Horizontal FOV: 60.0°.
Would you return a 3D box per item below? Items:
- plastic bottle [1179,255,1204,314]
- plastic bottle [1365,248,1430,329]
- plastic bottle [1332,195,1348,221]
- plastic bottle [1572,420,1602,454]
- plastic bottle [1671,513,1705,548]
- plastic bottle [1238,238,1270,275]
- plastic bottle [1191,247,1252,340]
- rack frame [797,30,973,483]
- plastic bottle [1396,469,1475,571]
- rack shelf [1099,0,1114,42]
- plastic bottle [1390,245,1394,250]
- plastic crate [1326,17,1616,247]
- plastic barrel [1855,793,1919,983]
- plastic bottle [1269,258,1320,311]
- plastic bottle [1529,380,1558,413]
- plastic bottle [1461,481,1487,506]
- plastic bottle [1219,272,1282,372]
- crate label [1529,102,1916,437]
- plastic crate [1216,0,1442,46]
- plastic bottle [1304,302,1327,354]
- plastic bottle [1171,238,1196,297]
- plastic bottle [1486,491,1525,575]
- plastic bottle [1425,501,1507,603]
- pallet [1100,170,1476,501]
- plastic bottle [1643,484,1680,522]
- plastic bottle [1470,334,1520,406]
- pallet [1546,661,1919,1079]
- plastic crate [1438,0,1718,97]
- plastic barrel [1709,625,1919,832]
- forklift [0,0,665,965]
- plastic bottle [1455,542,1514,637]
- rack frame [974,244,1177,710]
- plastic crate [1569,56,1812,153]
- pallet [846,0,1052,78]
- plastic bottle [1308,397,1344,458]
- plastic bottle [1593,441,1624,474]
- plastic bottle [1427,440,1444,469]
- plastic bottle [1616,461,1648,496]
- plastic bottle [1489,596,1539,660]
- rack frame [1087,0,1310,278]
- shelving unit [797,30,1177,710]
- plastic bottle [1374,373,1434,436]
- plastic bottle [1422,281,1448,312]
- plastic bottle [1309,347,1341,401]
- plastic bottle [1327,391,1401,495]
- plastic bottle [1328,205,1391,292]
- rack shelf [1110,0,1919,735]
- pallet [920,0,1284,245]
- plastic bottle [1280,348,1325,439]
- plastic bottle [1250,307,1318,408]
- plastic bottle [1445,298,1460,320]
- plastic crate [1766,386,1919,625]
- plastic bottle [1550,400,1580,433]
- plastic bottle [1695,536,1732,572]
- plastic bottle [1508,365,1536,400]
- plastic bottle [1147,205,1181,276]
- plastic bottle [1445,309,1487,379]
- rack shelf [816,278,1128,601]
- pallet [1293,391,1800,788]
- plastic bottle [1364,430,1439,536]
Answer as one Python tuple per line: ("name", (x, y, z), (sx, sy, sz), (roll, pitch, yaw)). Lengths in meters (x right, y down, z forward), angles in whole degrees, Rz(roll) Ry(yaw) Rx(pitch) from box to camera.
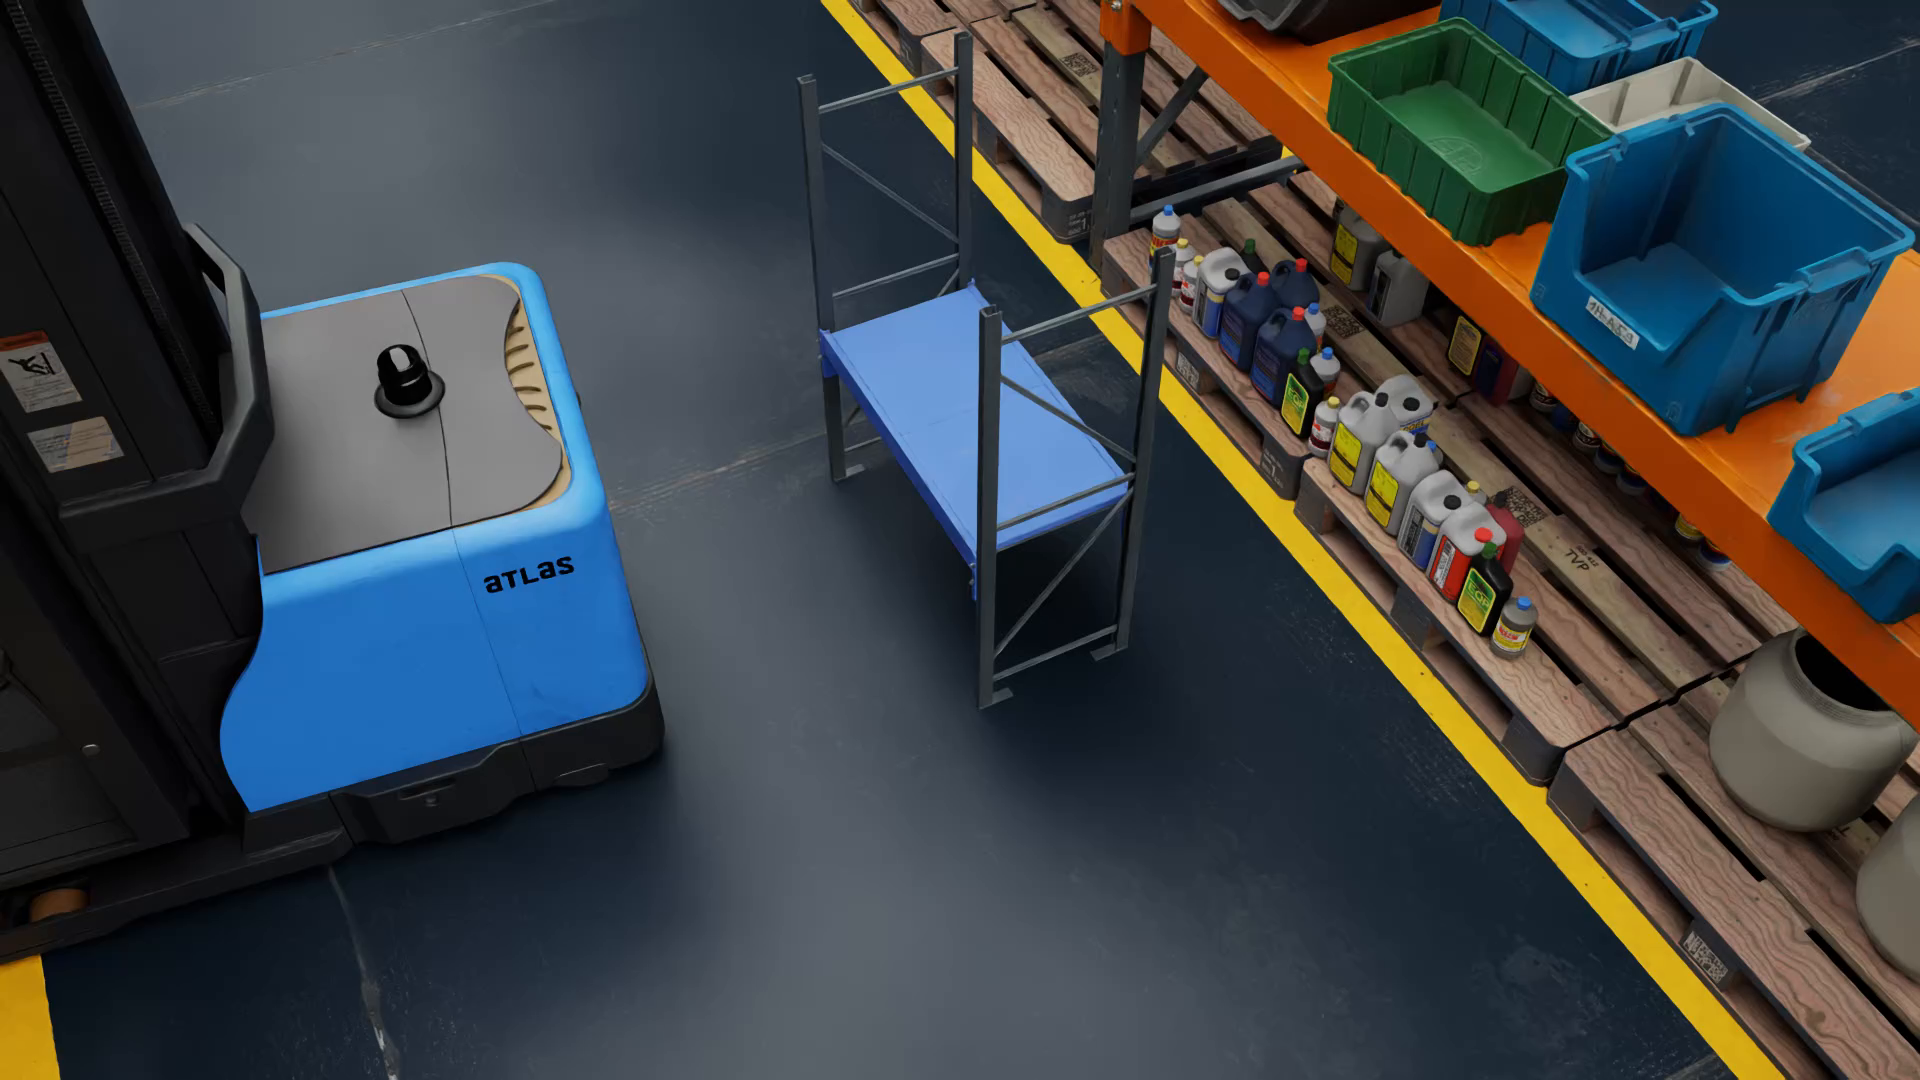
("plastic bottle", (0.792, -0.865, 5.581), (0.097, 0.201, 0.097), (0, 49, 0))
("plastic bottle", (1.462, -0.862, 5.528), (0.152, 0.276, 0.135), (-21, 52, -18))
("plastic bottle", (1.386, -1.230, 5.900), (0.097, 0.201, 0.097), (0, 49, 0))
("plastic bottle", (1.973, -0.372, 5.149), (0.097, 0.201, 0.097), (0, 49, 0))
("plastic bottle", (2.174, -0.078, 4.892), (0.097, 0.201, 0.097), (0, 49, 0))
("plastic bottle", (0.966, -0.858, 5.520), (0.061, 0.283, 0.133), (-21, 52, -18))
("plastic bottle", (0.871, -0.819, 5.490), (0.152, 0.276, 0.135), (-19, 52, -16))
("rack frame", (-0.194, -0.777, 4.933), (0.500, 1.500, 0.032), (-21, 52, -18))
("plastic bottle", (1.389, -0.062, 4.829), (0.152, 0.276, 0.135), (-23, 53, -19))
("rack shelf", (0.028, -3.243, 6.572), (1.077, 0.370, 4.000), (-21, 52, -18))
("plastic bottle", (1.494, -1.083, 5.672), (0.144, 0.351, 0.185), (-22, 53, -18))
("plastic crate", (1.313, -1.066, 4.331), (0.450, 0.188, 0.662), (-21, 52, -18))
("plastic barrel", (2.404, 0.802, 3.930), (0.421, 0.512, 0.421), (0, 49, 0))
("plastic bottle", (1.072, -0.781, 5.408), (0.144, 0.351, 0.185), (-21, 52, -18))
("plastic bottle", (1.879, -0.509, 5.269), (0.097, 0.201, 0.097), (0, 49, 0))
("plastic bottle", (1.491, -0.093, 4.905), (0.097, 0.201, 0.097), (0, 49, 0))
("plastic bottle", (0.943, -0.731, 5.364), (0.144, 0.351, 0.185), (-20, 52, -17))
("crate label", (1.691, -0.615, 3.772), (0.502, 0.435, 0.616), (-21, 52, -18))
("plastic crate", (1.070, -1.727, 4.809), (0.767, 0.338, 0.504), (-21, 52, -18))
("plastic bottle", (1.117, -0.650, 5.346), (0.097, 0.271, 0.097), (0, 49, 0))
("plastic bottle", (0.746, -0.933, 5.640), (0.097, 0.201, 0.097), (0, 49, 0))
("plastic bottle", (1.547, -0.009, 4.777), (0.061, 0.283, 0.133), (-21, 52, -18))
("plastic bottle", (1.452, 0.031, 4.747), (0.152, 0.276, 0.135), (-21, 52, -17))
("pallet", (1.213, -0.760, 5.774), (1.003, 0.211, 1.213), (-21, 52, -18))
("plastic bottle", (2.134, -0.194, 4.939), (0.061, 0.283, 0.133), (-20, 52, -17))
("plastic bottle", (1.706, -0.569, 5.267), (0.061, 0.283, 0.133), (-21, 52, -18))
("pallet", (2.330, 0.873, 4.346), (1.003, 0.211, 1.213), (-21, 52, -18))
("plastic crate", (1.691, -1.446, 4.620), (0.499, 0.251, 0.616), (-21, 52, -18))
("plastic barrel", (2.175, 0.467, 4.223), (0.421, 0.512, 0.421), (0, 49, 0))
("forklift", (-2.405, -0.312, 3.575), (3.031, 2.935, 1.130), (-15, 51, -13))
("plastic bottle", (1.474, 0.135, 4.652), (0.061, 0.283, 0.133), (-20, 52, -17))
("rack frame", (0.272, -0.096, 4.338), (0.500, 1.500, 0.032), (-21, 52, -18))
("plastic crate", (1.911, -1.055, 4.356), (0.530, 0.136, 0.437), (-21, 52, -18))
("pallet", (-0.013, -2.554, 7.343), (1.003, 0.211, 1.213), (-21, 52, -18))
("plastic bottle", (1.139, -0.358, 5.137), (0.097, 0.201, 0.097), (0, 49, 0))
("plastic bottle", (2.018, -0.328, 5.065), (0.097, 0.271, 0.097), (0, 49, 0))
("plastic bottle", (1.397, -0.218, 5.014), (0.097, 0.201, 0.097), (0, 49, 0))
("plastic bottle", (2.064, -0.261, 5.006), (0.097, 0.271, 0.097), (0, 49, 0))
("plastic bottle", (1.543, 0.234, 4.620), (0.097, 0.201, 0.097), (0, 49, 0))
("rack frame", (0.943, -2.142, 5.130), (1.000, 3.000, 0.127), (-21, 52, -18))
("shelving unit", (0.039, -0.437, 4.636), (0.538, 1.500, 1.048), (-21, 52, -18))
("plastic bottle", (1.345, -0.364, 5.093), (0.152, 0.276, 0.135), (-21, 52, -18))
("plastic bottle", (1.582, -0.954, 5.559), (0.144, 0.351, 0.185), (-24, 53, -19))
("plastic bottle", (1.130, -0.493, 5.209), (0.097, 0.271, 0.097), (0, 49, 0))
("plastic bottle", (1.224, -0.321, 5.005), (0.144, 0.351, 0.185), (-22, 52, -18))
("plastic bottle", (1.366, -1.033, 5.628), (0.144, 0.351, 0.185), (-21, 52, -18))
("rack shelf", (1.858, -0.566, 4.230), (1.077, 0.370, 4.000), (-21, 52, -18))
("pallet", (0.549, -1.736, 6.628), (1.003, 0.211, 1.213), (-21, 52, -18))
("plastic bottle", (1.068, -0.458, 5.170), (0.061, 0.283, 0.133), (-19, 52, -16))
("plastic bottle", (1.030, -0.605, 5.254), (0.144, 0.351, 0.185), (-23, 53, -19))
("plastic bottle", (1.693, -0.837, 5.502), (0.061, 0.283, 0.133), (-18, 51, -15))
("plastic crate", (1.986, -0.084, 3.430), (0.499, 0.251, 0.408), (-21, 52, -18))
("plastic bottle", (1.926, -0.464, 5.183), (0.097, 0.271, 0.097), (0, 49, 0))
("plastic bottle", (2.221, -0.032, 4.806), (0.097, 0.271, 0.097), (0, 49, 0))
("plastic bottle", (1.801, -0.603, 5.302), (0.152, 0.276, 0.135), (-20, 52, -17))
("plastic bottle", (0.699, -1.024, 5.673), (0.097, 0.271, 0.097), (0, 49, 0))
("plastic bottle", (1.650, -0.663, 5.350), (0.061, 0.283, 0.133), (-21, 52, -18))
("rack shelf", (0.039, -0.318, 4.771), (0.538, 0.185, 1.000), (-21, 52, -18))
("pallet", (1.776, 0.058, 5.059), (1.003, 0.211, 1.213), (-21, 52, -18))
("plastic bottle", (1.309, -0.196, 4.896), (0.144, 0.351, 0.185), (-19, 52, -16))
